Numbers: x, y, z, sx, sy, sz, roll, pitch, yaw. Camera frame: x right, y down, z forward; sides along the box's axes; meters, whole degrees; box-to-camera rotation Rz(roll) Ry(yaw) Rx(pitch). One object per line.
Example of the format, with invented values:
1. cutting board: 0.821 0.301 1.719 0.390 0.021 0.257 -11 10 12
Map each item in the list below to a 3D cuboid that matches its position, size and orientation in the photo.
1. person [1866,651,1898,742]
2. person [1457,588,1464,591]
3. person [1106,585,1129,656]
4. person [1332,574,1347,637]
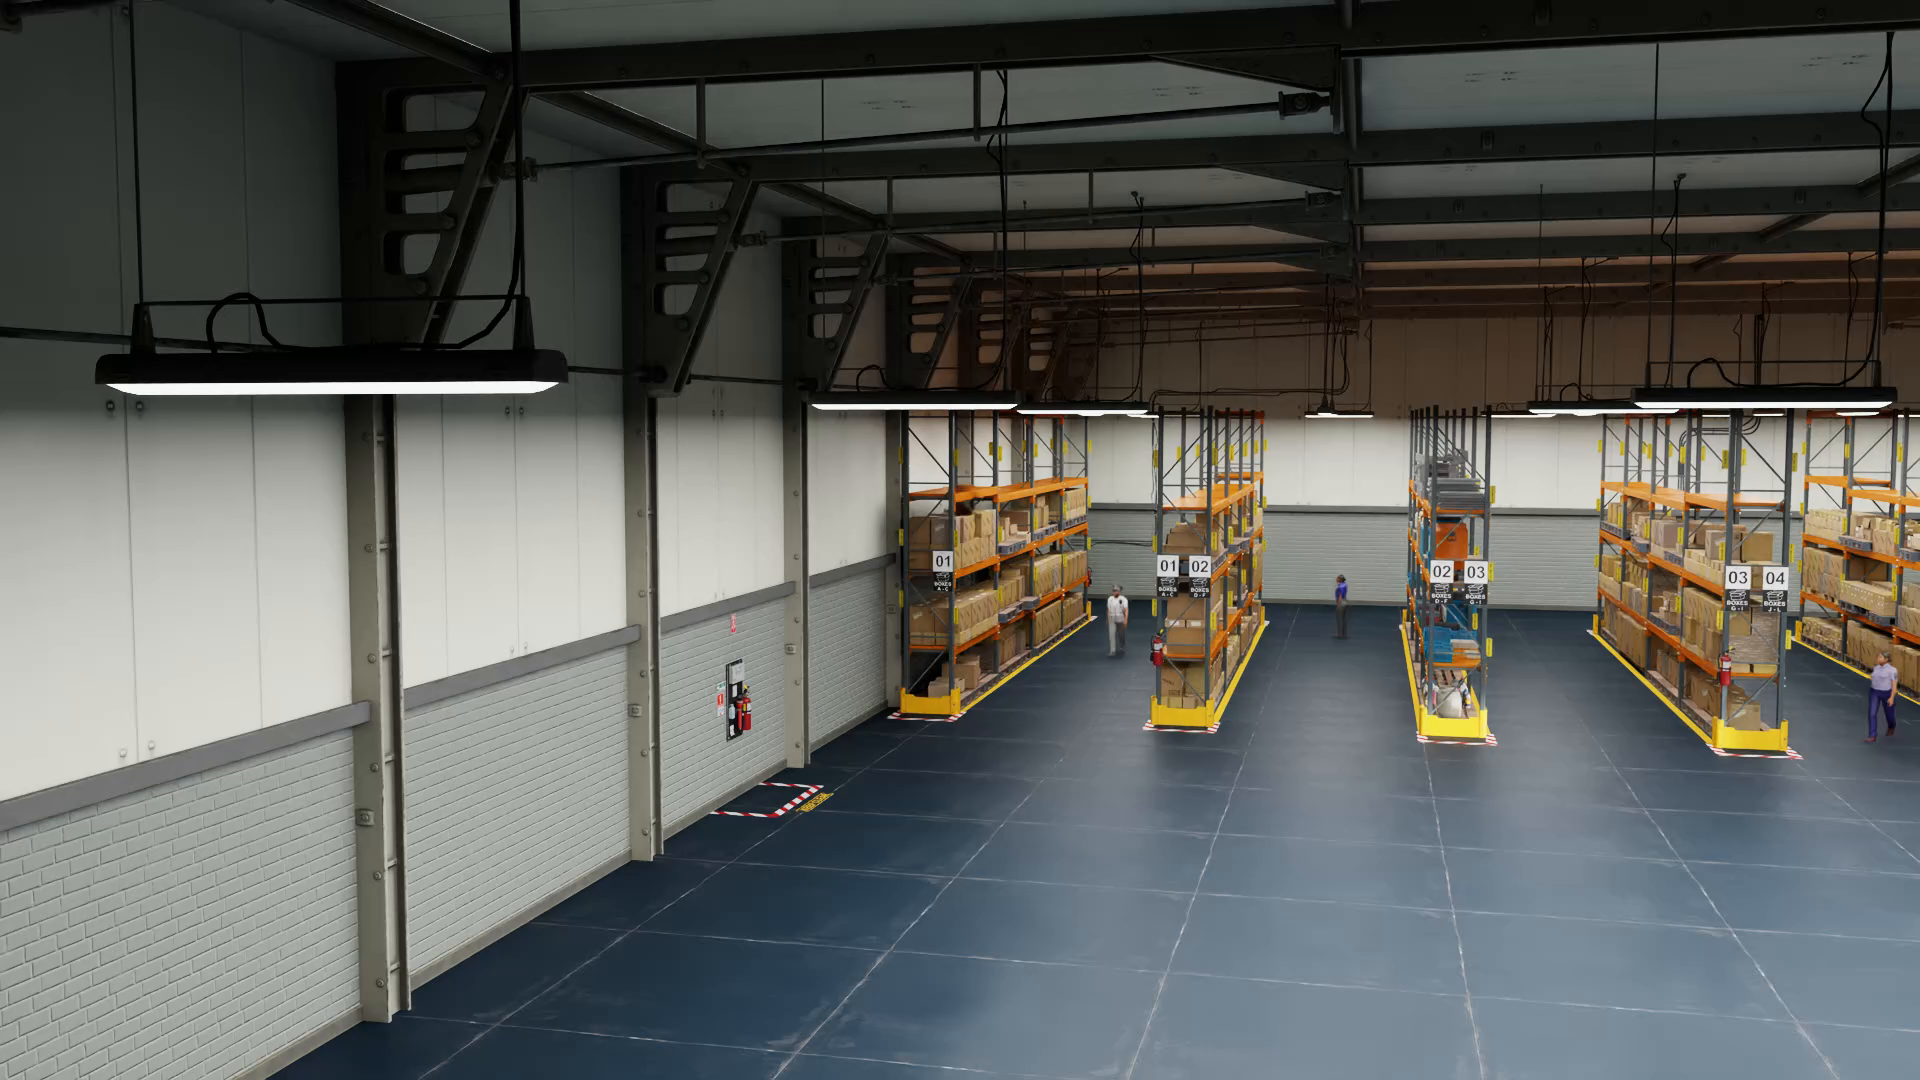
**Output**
1. person: 16.461 2.784 29.653 0.464 1.597 0.876 3 5 37
2. person: 14.323 1.490 47.353 0.547 1.631 1.034 0 4 -1
3. person: 3.832 1.949 40.595 0.573 1.728 1.086 1 4 10
4. person: 10.046 1.732 43.956 0.351 1.660 0.529 2 5 25
